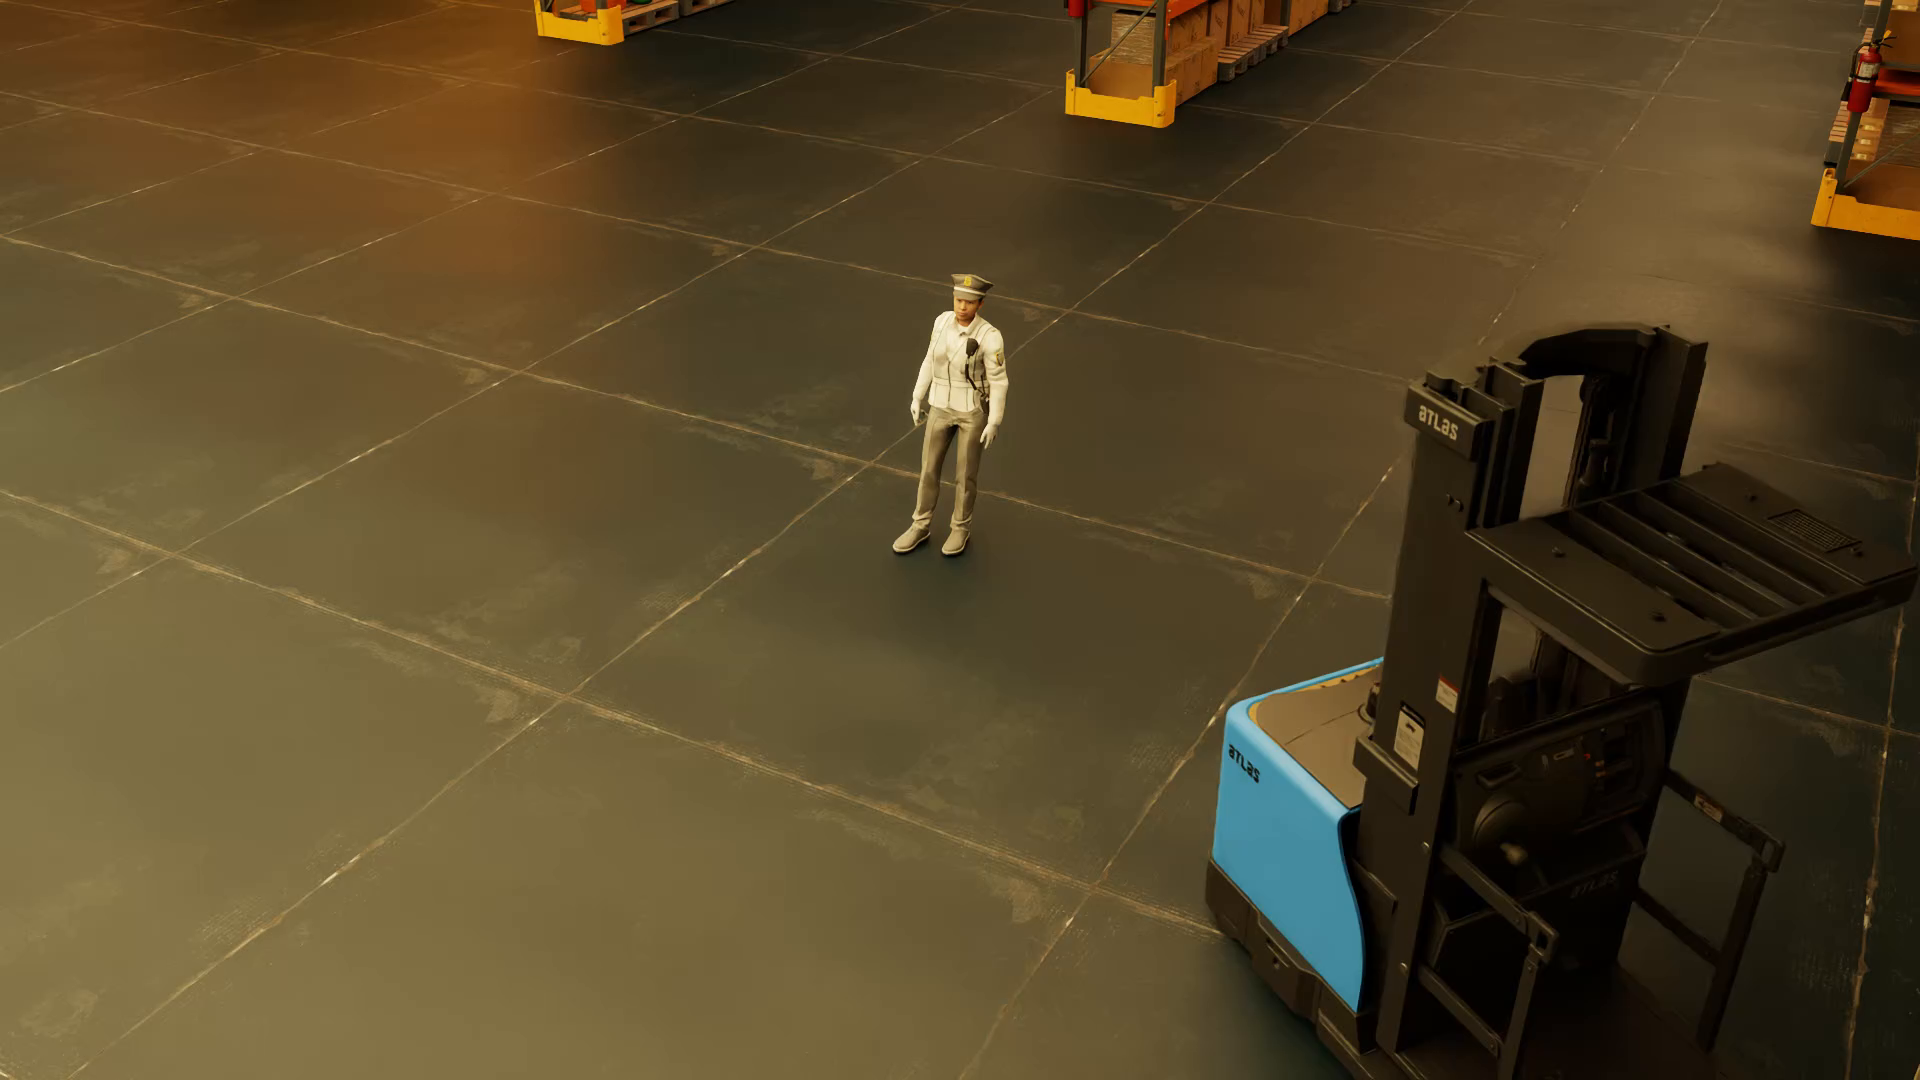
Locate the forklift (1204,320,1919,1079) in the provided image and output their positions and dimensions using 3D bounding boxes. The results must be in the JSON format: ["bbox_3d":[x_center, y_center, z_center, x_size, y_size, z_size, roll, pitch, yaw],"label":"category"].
[{"bbox_3d":[2.155,0.881,5.545,1.130,2.935,3.031,-14,33,-22],"label":"forklift"}]

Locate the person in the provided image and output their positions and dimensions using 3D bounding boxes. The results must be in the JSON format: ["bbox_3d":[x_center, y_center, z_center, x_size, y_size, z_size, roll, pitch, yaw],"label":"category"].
[{"bbox_3d":[-0.040,-0.712,9.526,0.586,1.694,0.530,15,33,25],"label":"person"}]
